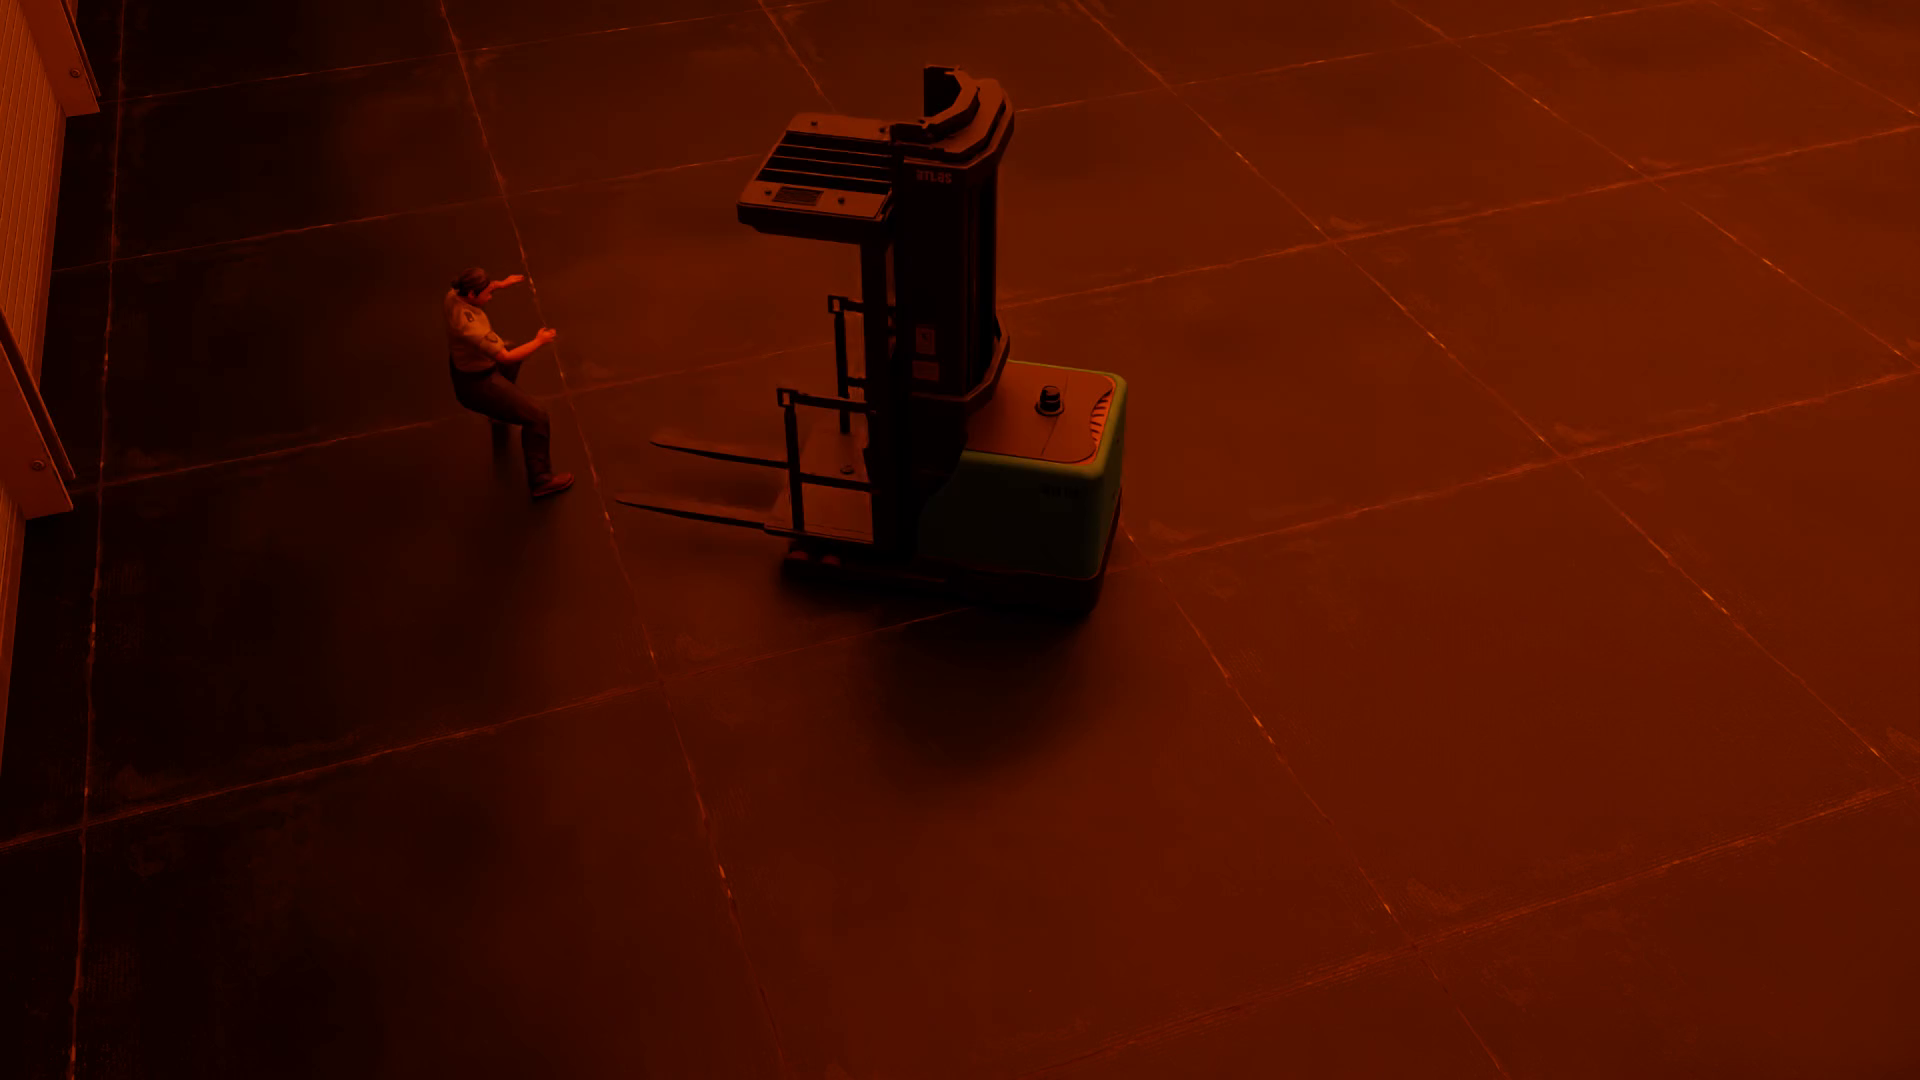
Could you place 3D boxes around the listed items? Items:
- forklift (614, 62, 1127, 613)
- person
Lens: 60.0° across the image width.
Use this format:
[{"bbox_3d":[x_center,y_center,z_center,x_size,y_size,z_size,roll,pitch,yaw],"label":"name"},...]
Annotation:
[{"bbox_3d":[-0.578,-1.189,9.412,3.031,2.935,1.130,8,41,10],"label":"forklift"},{"bbox_3d":[-2.882,-1.130,10.512,0.675,1.425,1.084,-14,42,-16],"label":"person"}]
